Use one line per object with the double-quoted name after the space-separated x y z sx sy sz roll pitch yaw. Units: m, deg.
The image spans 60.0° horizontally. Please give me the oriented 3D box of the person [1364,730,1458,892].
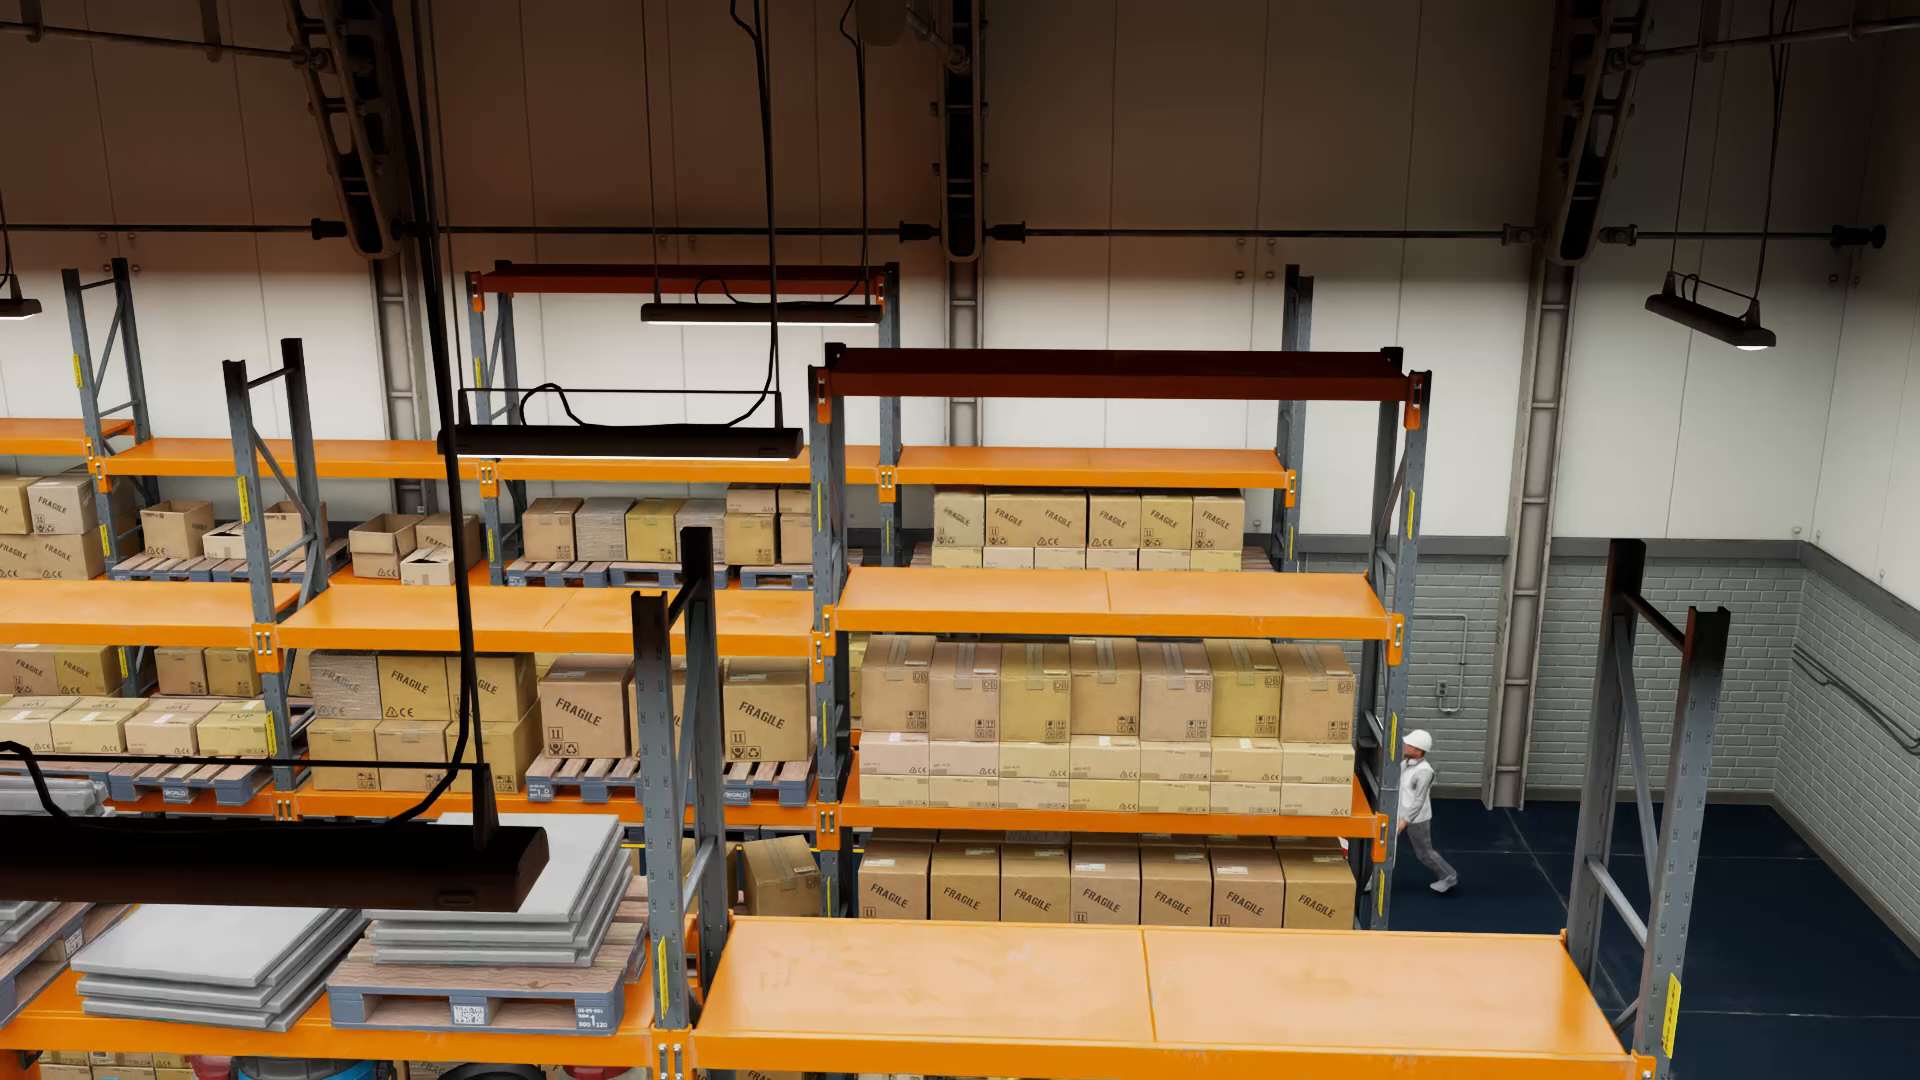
4.401 2.675 16.259 1.046 1.726 0.557 -3 16 -11 "person"
